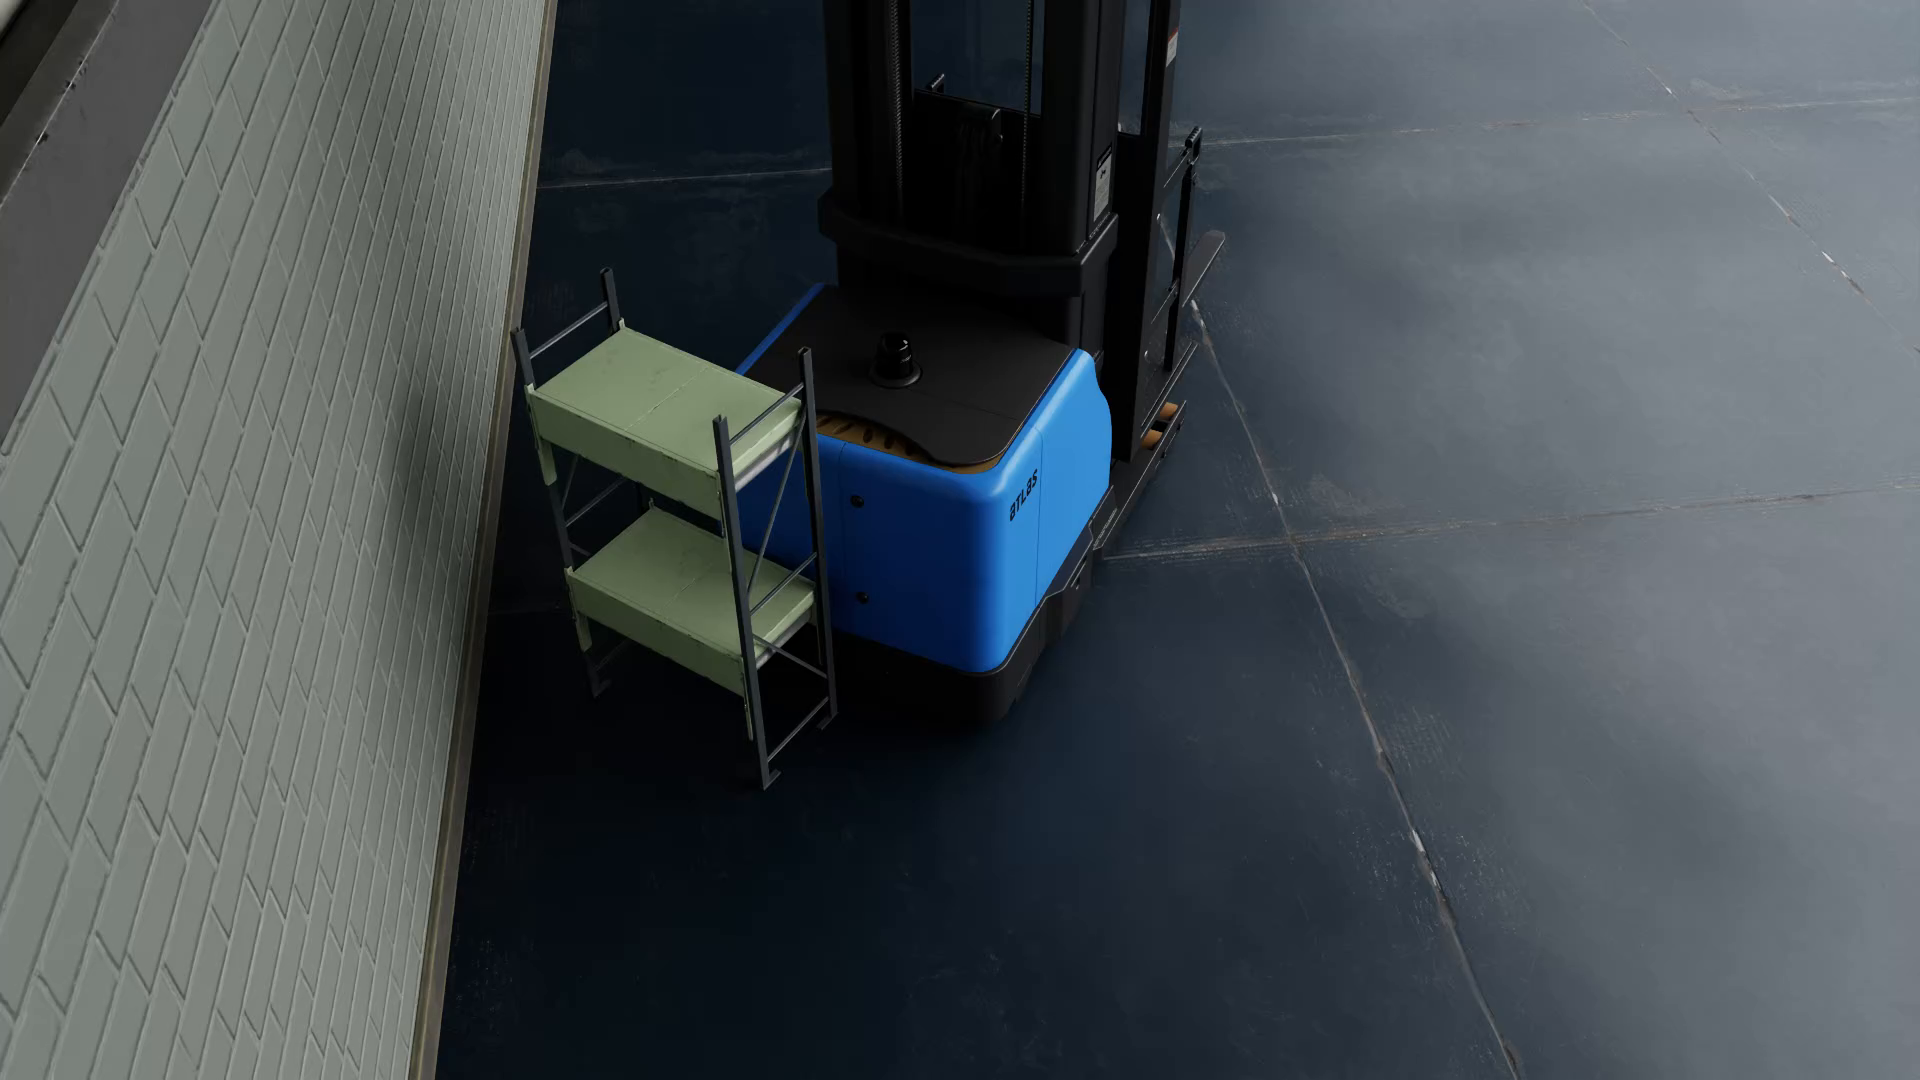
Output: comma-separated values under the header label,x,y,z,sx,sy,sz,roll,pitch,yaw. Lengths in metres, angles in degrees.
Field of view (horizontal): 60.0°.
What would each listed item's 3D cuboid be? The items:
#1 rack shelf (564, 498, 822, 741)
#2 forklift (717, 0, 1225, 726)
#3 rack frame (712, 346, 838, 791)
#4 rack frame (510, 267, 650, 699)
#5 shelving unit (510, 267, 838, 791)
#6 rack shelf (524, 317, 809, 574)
label,x,y,z,sx,sy,sz,roll,pitch,yaw
rack shelf,-0.837,0.244,5.347,0.720,0.370,0.431,24,47,24
forklift,0.256,-1.468,5.689,1.130,2.935,3.031,17,45,18
rack frame,-0.531,0.136,4.979,0.023,1.500,0.400,24,47,24
rack frame,-1.143,-0.133,5.278,0.023,1.500,0.400,24,47,24
shelving unit,-0.837,0.001,5.129,0.755,1.500,0.431,24,47,24
rack shelf,-0.837,-0.288,4.867,0.720,0.370,0.431,24,47,24
